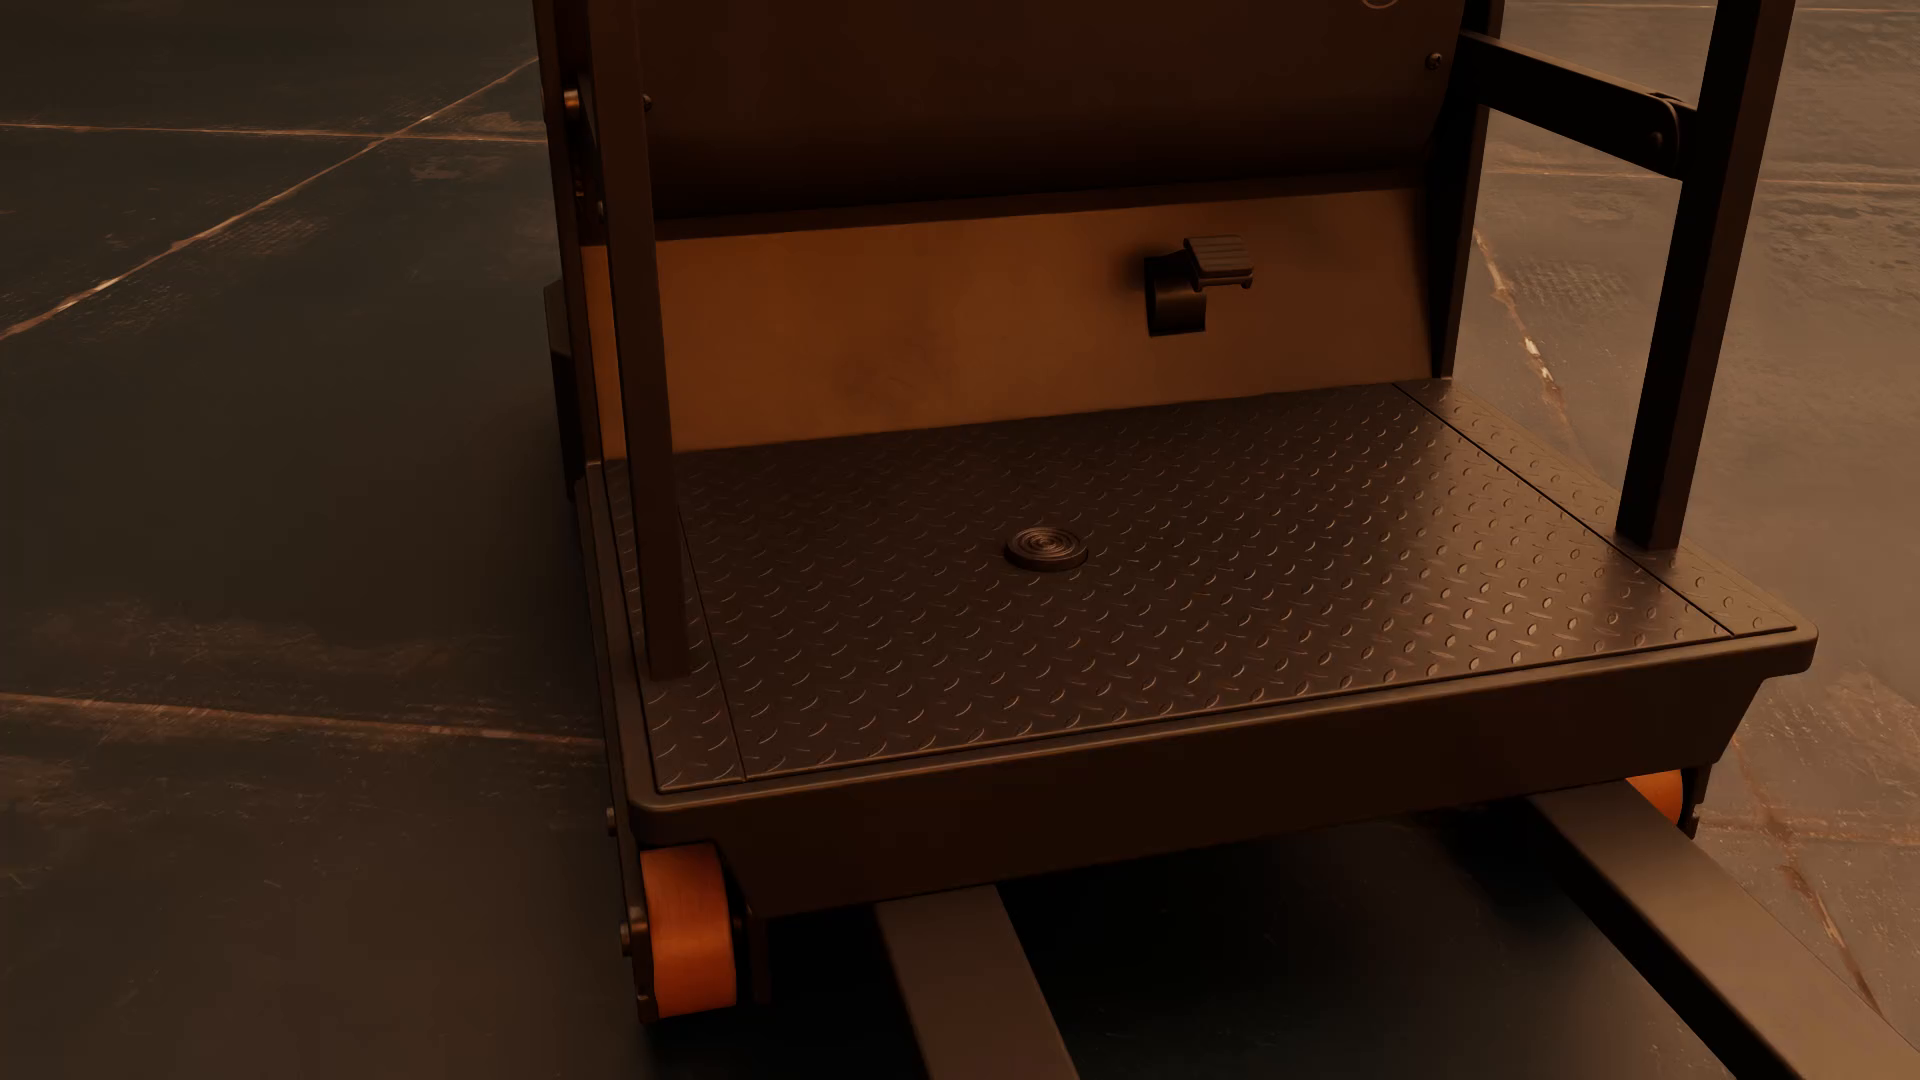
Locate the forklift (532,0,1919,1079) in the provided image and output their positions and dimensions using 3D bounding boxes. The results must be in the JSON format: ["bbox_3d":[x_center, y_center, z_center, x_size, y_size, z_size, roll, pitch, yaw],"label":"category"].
[{"bbox_3d":[0.153,-1.049,1.319,1.130,2.935,3.031,-7,27,-13],"label":"forklift"}]
